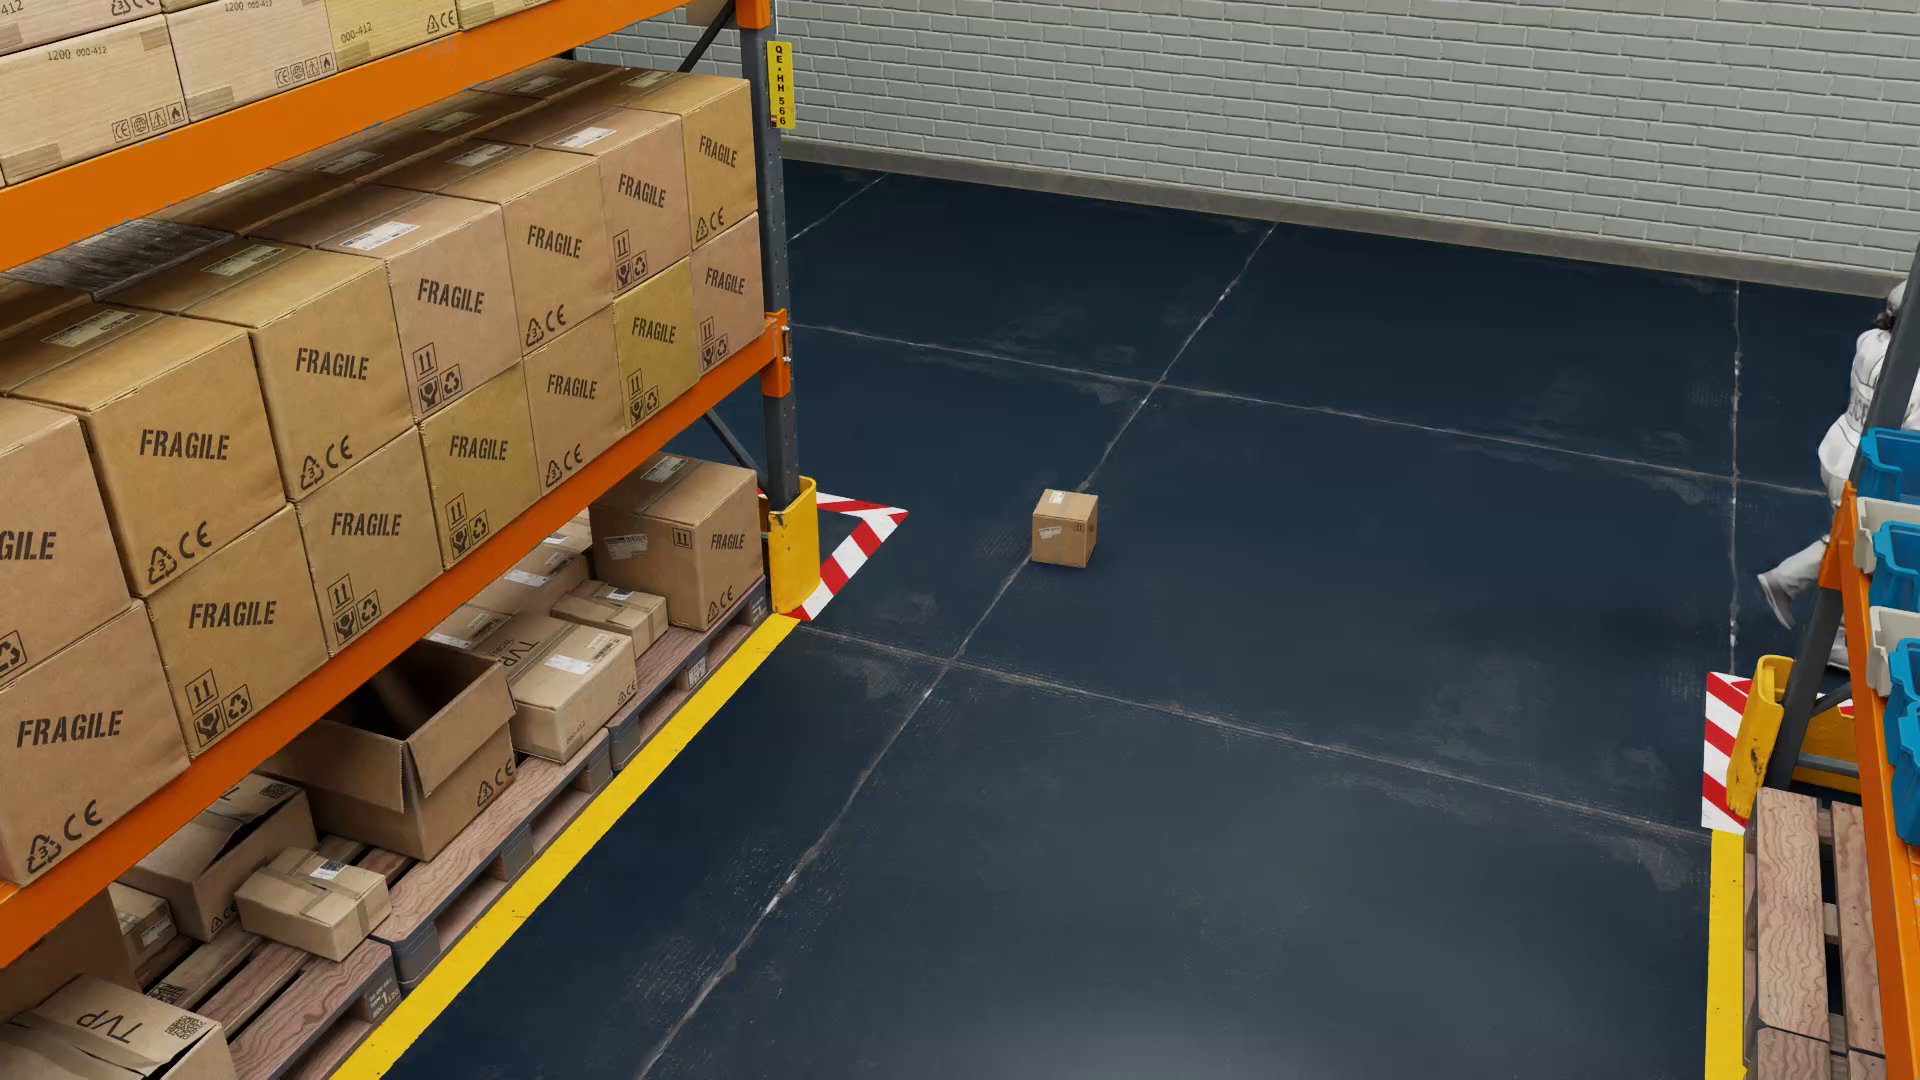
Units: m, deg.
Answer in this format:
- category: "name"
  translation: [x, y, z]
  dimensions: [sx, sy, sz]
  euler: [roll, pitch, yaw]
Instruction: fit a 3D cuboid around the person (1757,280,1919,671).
- category: "person"
  translation: [3.545, -0.253, 6.519]
  dimensions: [0.494, 1.648, 0.480]
  euler: [7, 31, 12]
